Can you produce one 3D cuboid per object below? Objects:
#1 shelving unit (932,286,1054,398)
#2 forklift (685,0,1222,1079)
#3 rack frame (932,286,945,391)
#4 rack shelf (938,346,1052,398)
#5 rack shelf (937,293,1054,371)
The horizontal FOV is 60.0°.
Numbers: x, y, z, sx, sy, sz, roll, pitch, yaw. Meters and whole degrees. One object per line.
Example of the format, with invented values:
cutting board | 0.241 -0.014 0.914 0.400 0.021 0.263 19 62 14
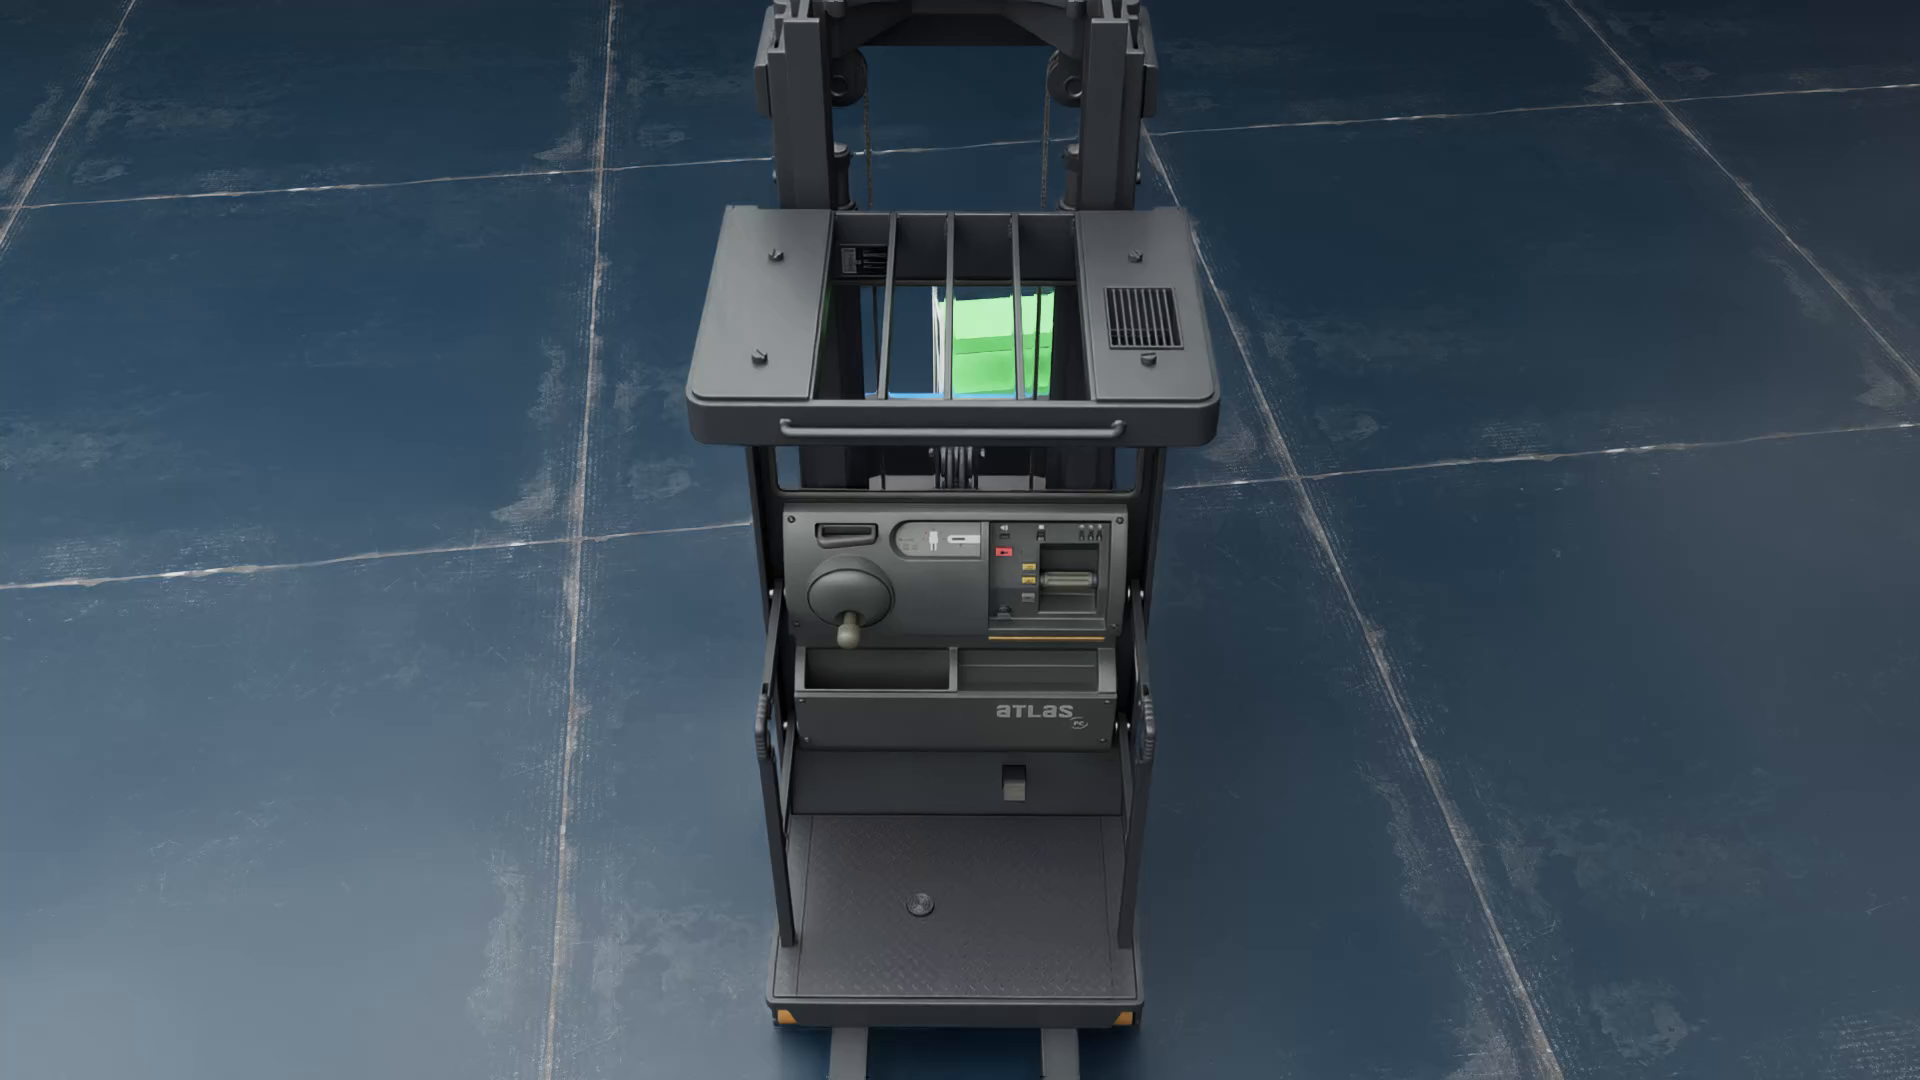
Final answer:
shelving unit | 0.164 -0.460 6.364 0.503 1.200 0.258 -5 42 -6
forklift | -0.011 0.182 4.360 1.130 2.935 3.031 0 42 0
rack frame | -0.078 -0.439 6.341 0.015 1.200 0.240 -5 42 -6
rack shelf | 0.164 -0.591 6.246 0.480 0.148 0.258 -5 42 -6
rack shelf | 0.164 -0.769 6.085 0.480 0.148 0.258 -5 42 -6
